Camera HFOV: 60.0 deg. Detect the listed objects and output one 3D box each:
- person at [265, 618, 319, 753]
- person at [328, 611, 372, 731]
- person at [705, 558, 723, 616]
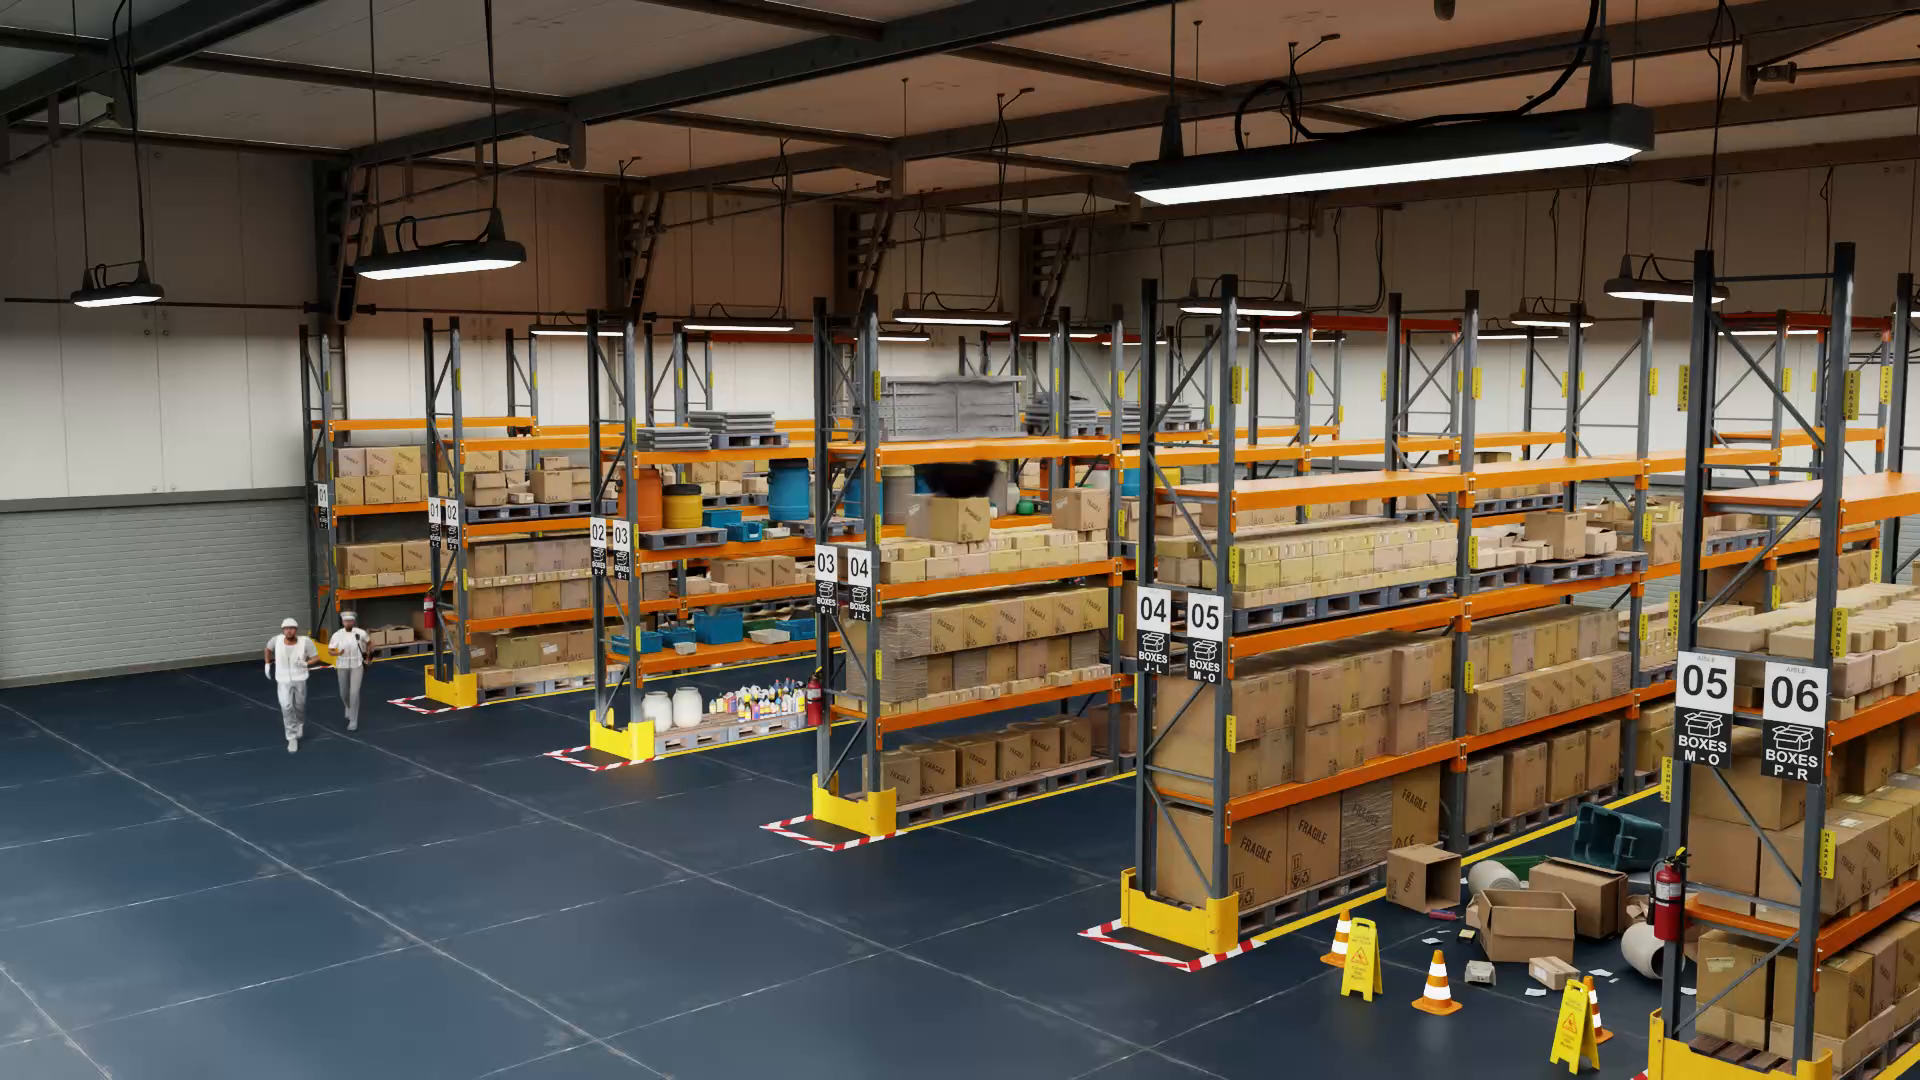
[{"bbox_3d":[-9.226,1.963,22.996,0.712,1.816,0.984,-2,6,-17],"label":"person"},{"bbox_3d":[-8.888,1.859,24.237,0.587,1.690,0.891,-2,6,-15],"label":"person"},{"bbox_3d":[-4.618,1.167,31.613,0.627,1.698,0.761,5,7,39],"label":"person"}]
